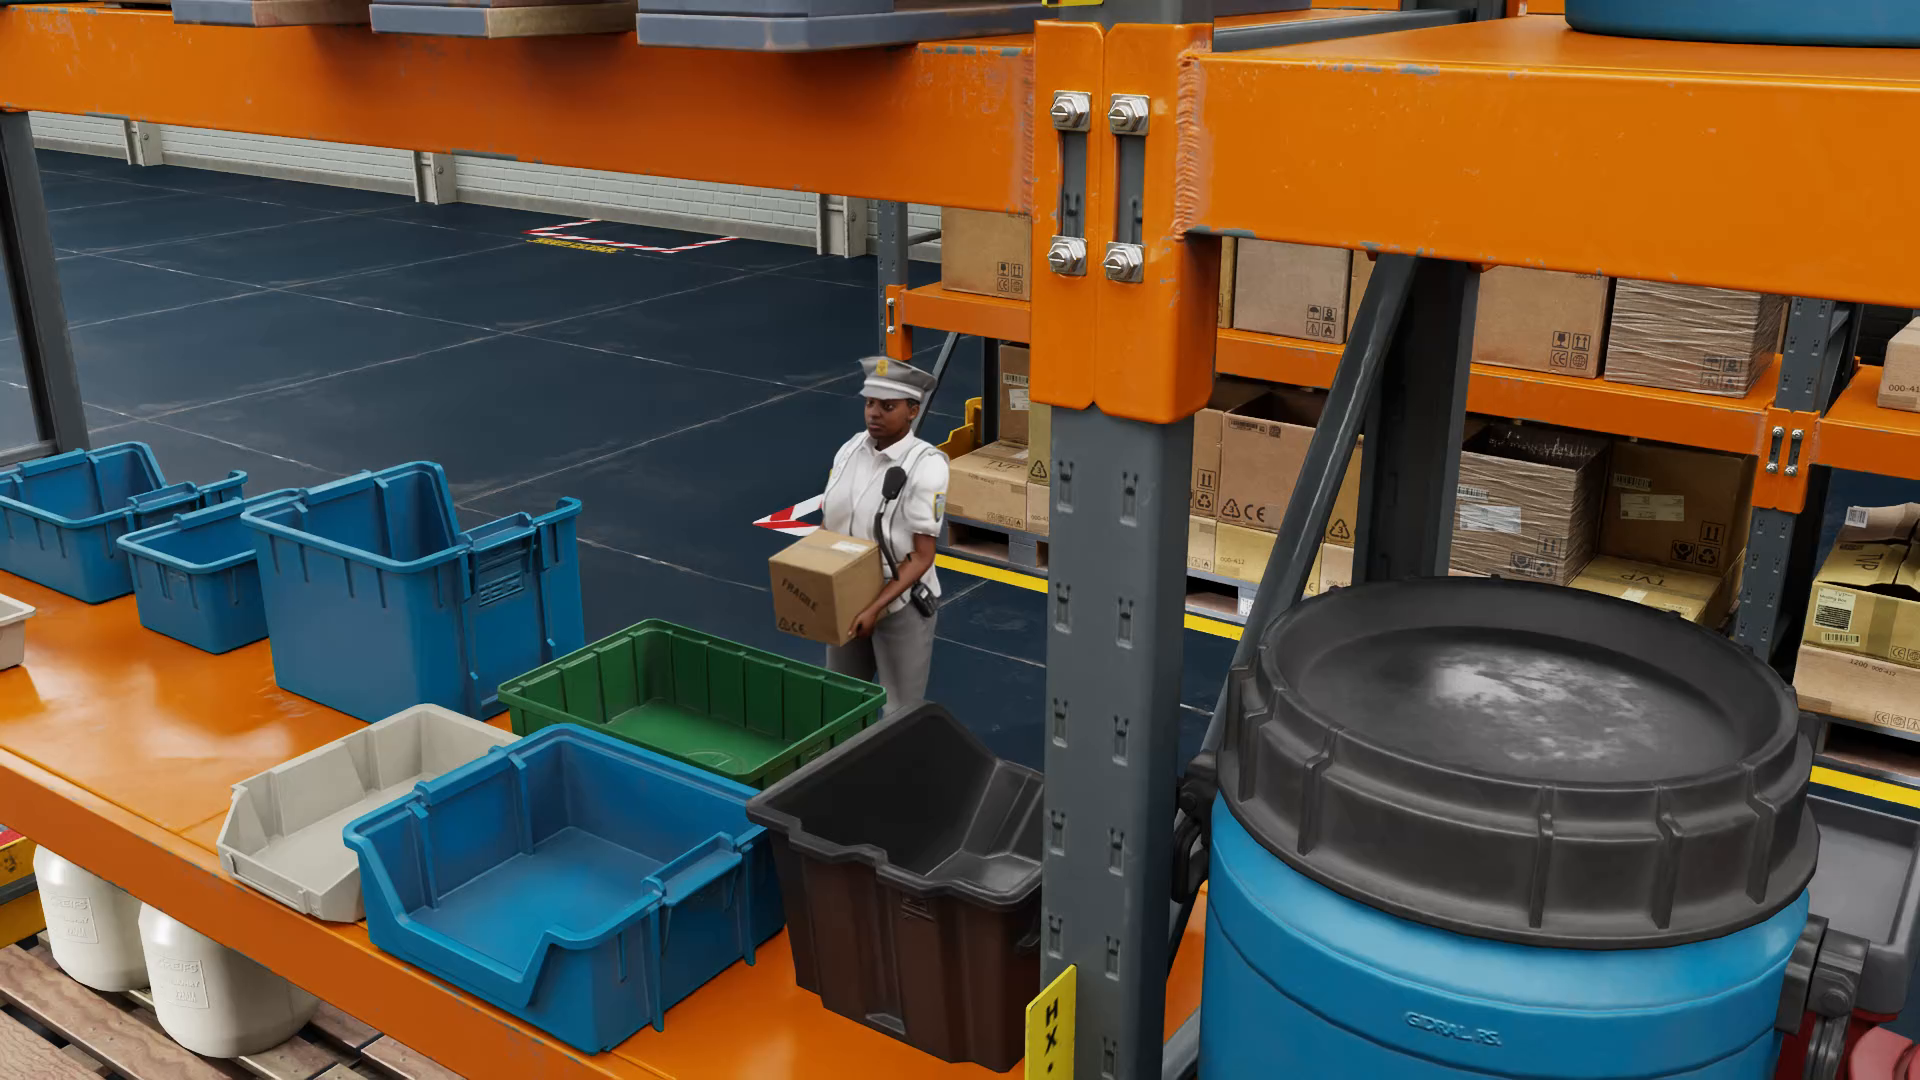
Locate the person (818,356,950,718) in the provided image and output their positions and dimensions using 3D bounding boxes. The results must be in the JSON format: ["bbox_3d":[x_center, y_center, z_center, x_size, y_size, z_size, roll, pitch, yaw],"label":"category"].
[{"bbox_3d":[-0.296,0.240,5.369,0.449,1.689,0.533,13,24,32],"label":"person"}]
